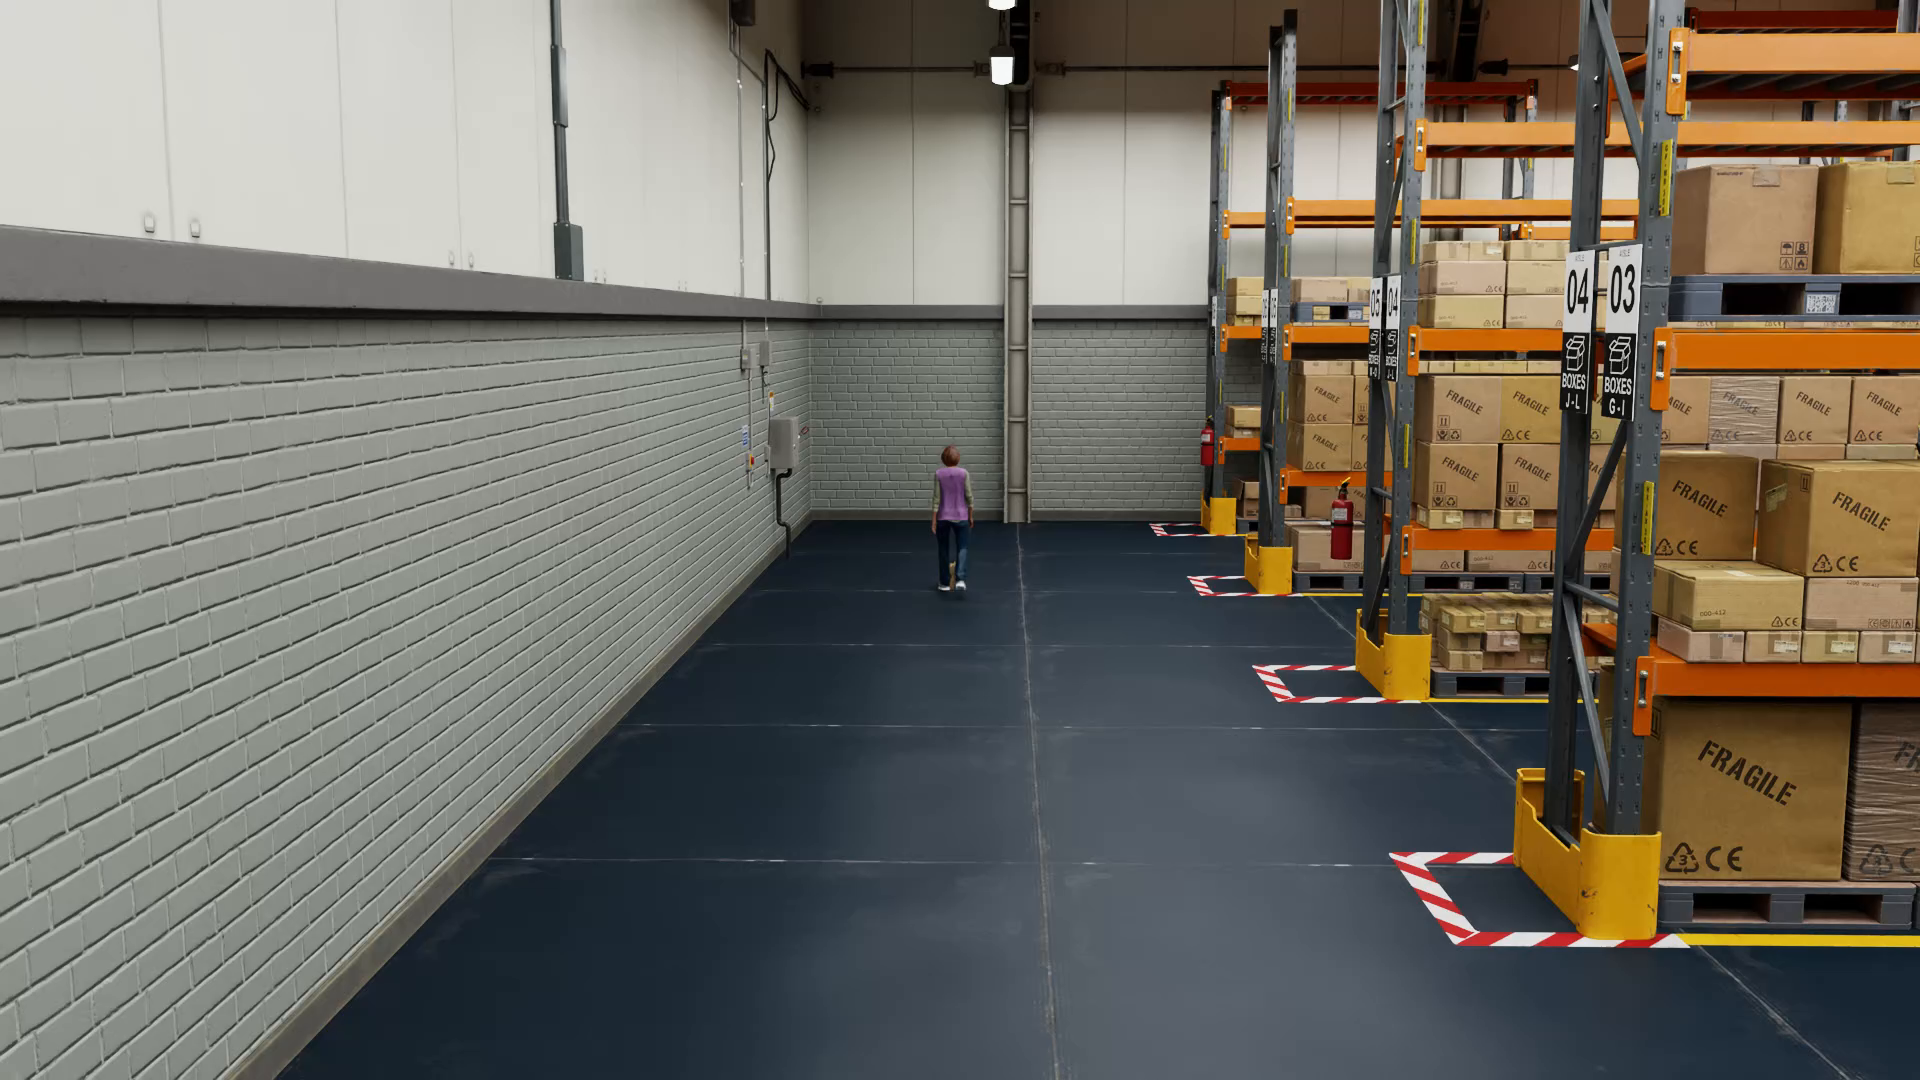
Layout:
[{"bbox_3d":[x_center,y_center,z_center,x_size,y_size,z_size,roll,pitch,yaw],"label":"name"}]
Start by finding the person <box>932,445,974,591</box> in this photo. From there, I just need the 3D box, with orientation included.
[{"bbox_3d":[-0.074,-0.210,17.468,0.435,1.563,0.727,0,7,2],"label":"person"}]
